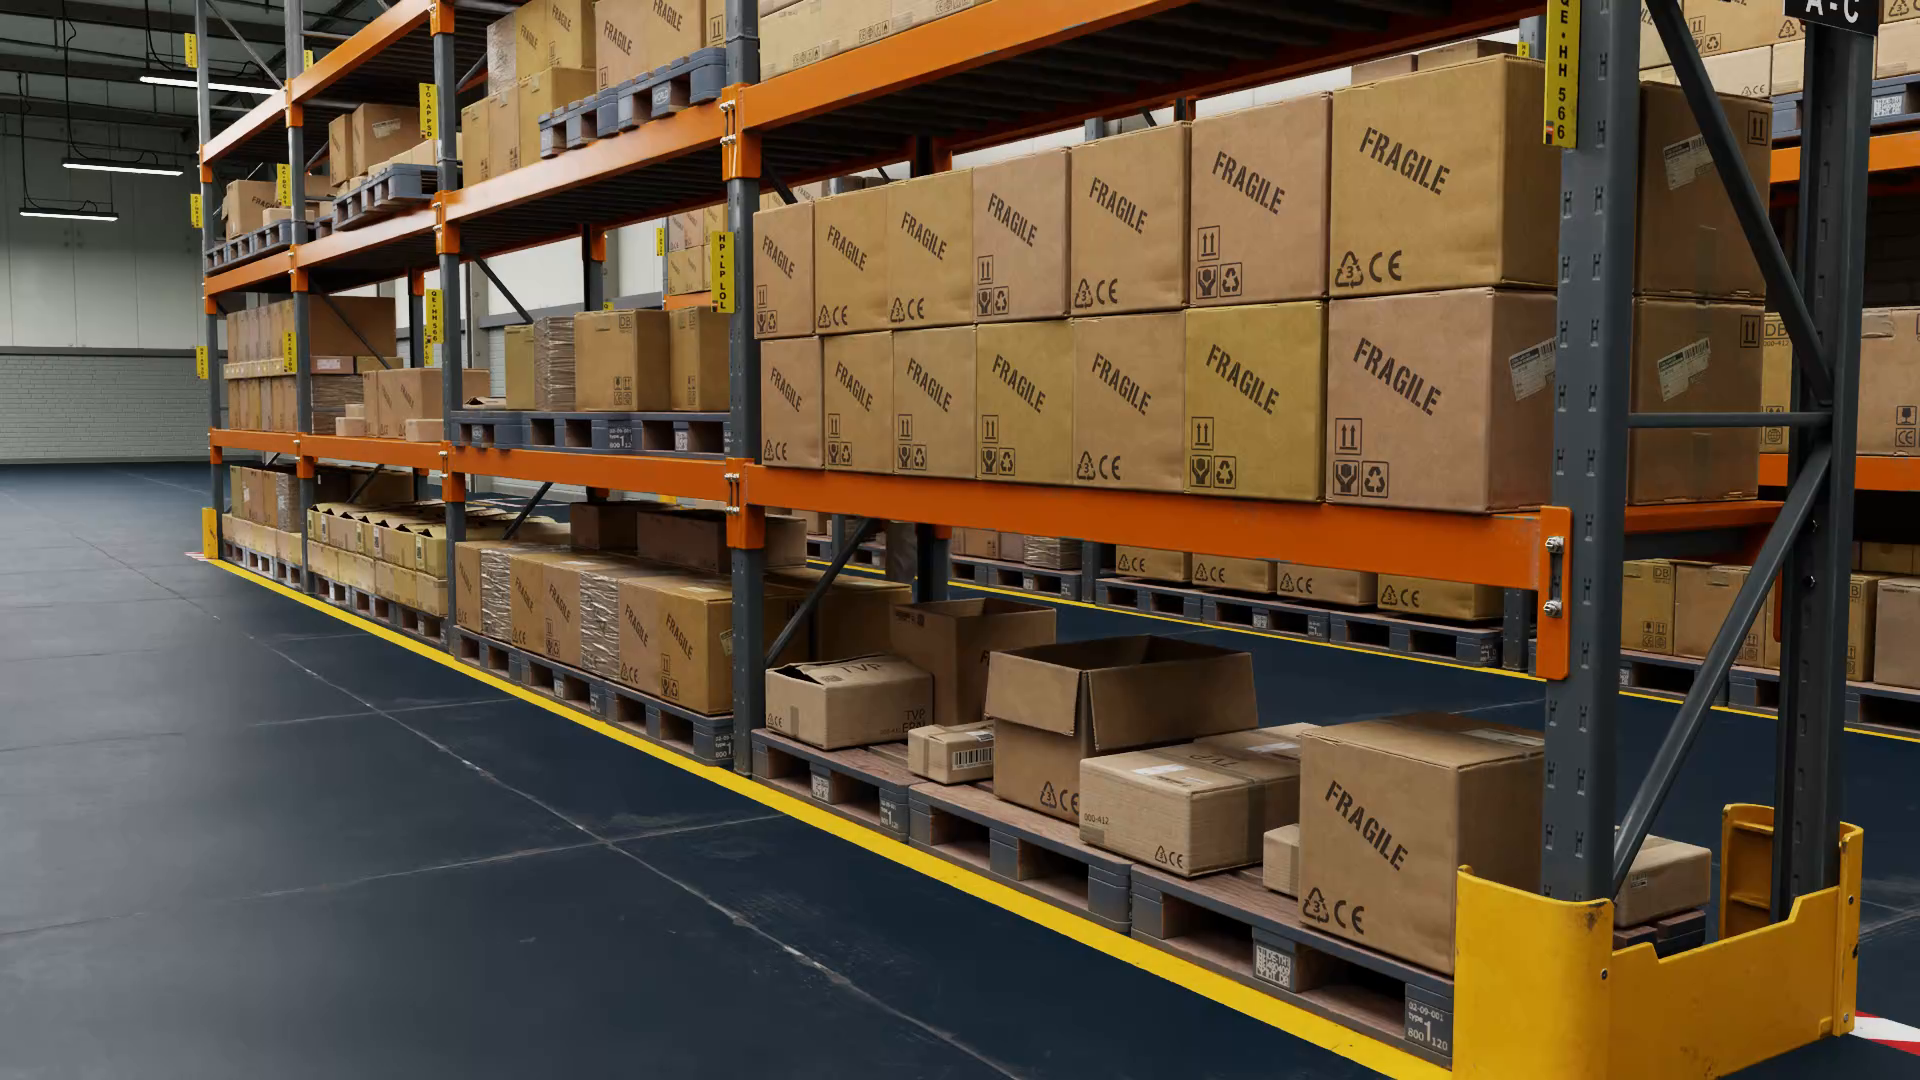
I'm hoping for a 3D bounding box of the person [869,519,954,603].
[{"bbox_3d":[-0.292,-0.101,9.518,0.505,1.750,0.582,-3,6,-36],"label":"person"}]
